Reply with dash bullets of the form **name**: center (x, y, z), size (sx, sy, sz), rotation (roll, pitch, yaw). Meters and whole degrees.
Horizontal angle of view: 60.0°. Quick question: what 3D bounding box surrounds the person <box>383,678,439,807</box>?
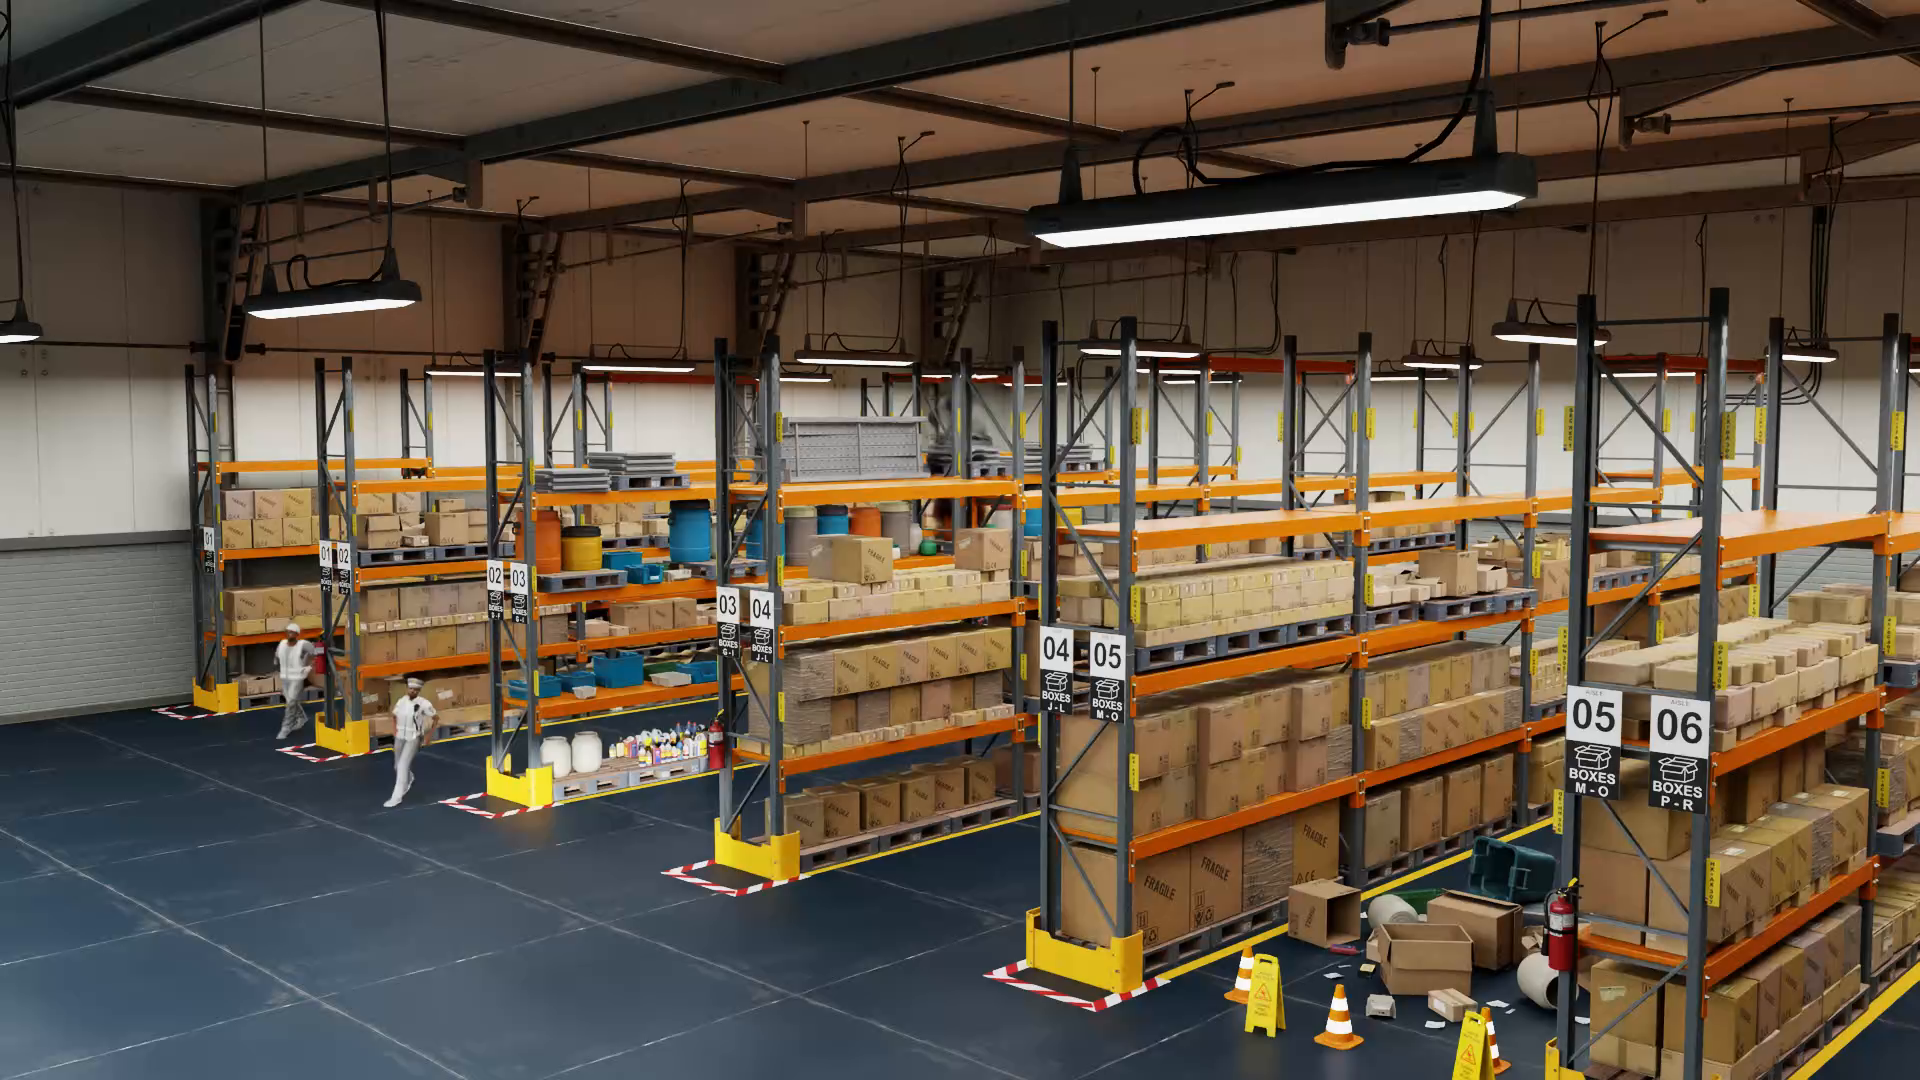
- **person**: center (-7.255, 2.635, 22.102), size (0.665, 1.661, 0.721), rotation (1, 4, 10)

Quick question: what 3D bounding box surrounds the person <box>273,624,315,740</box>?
- **person**: center (-10.643, 2.238, 26.592), size (0.702, 1.827, 0.832), rotation (1, 5, 15)
